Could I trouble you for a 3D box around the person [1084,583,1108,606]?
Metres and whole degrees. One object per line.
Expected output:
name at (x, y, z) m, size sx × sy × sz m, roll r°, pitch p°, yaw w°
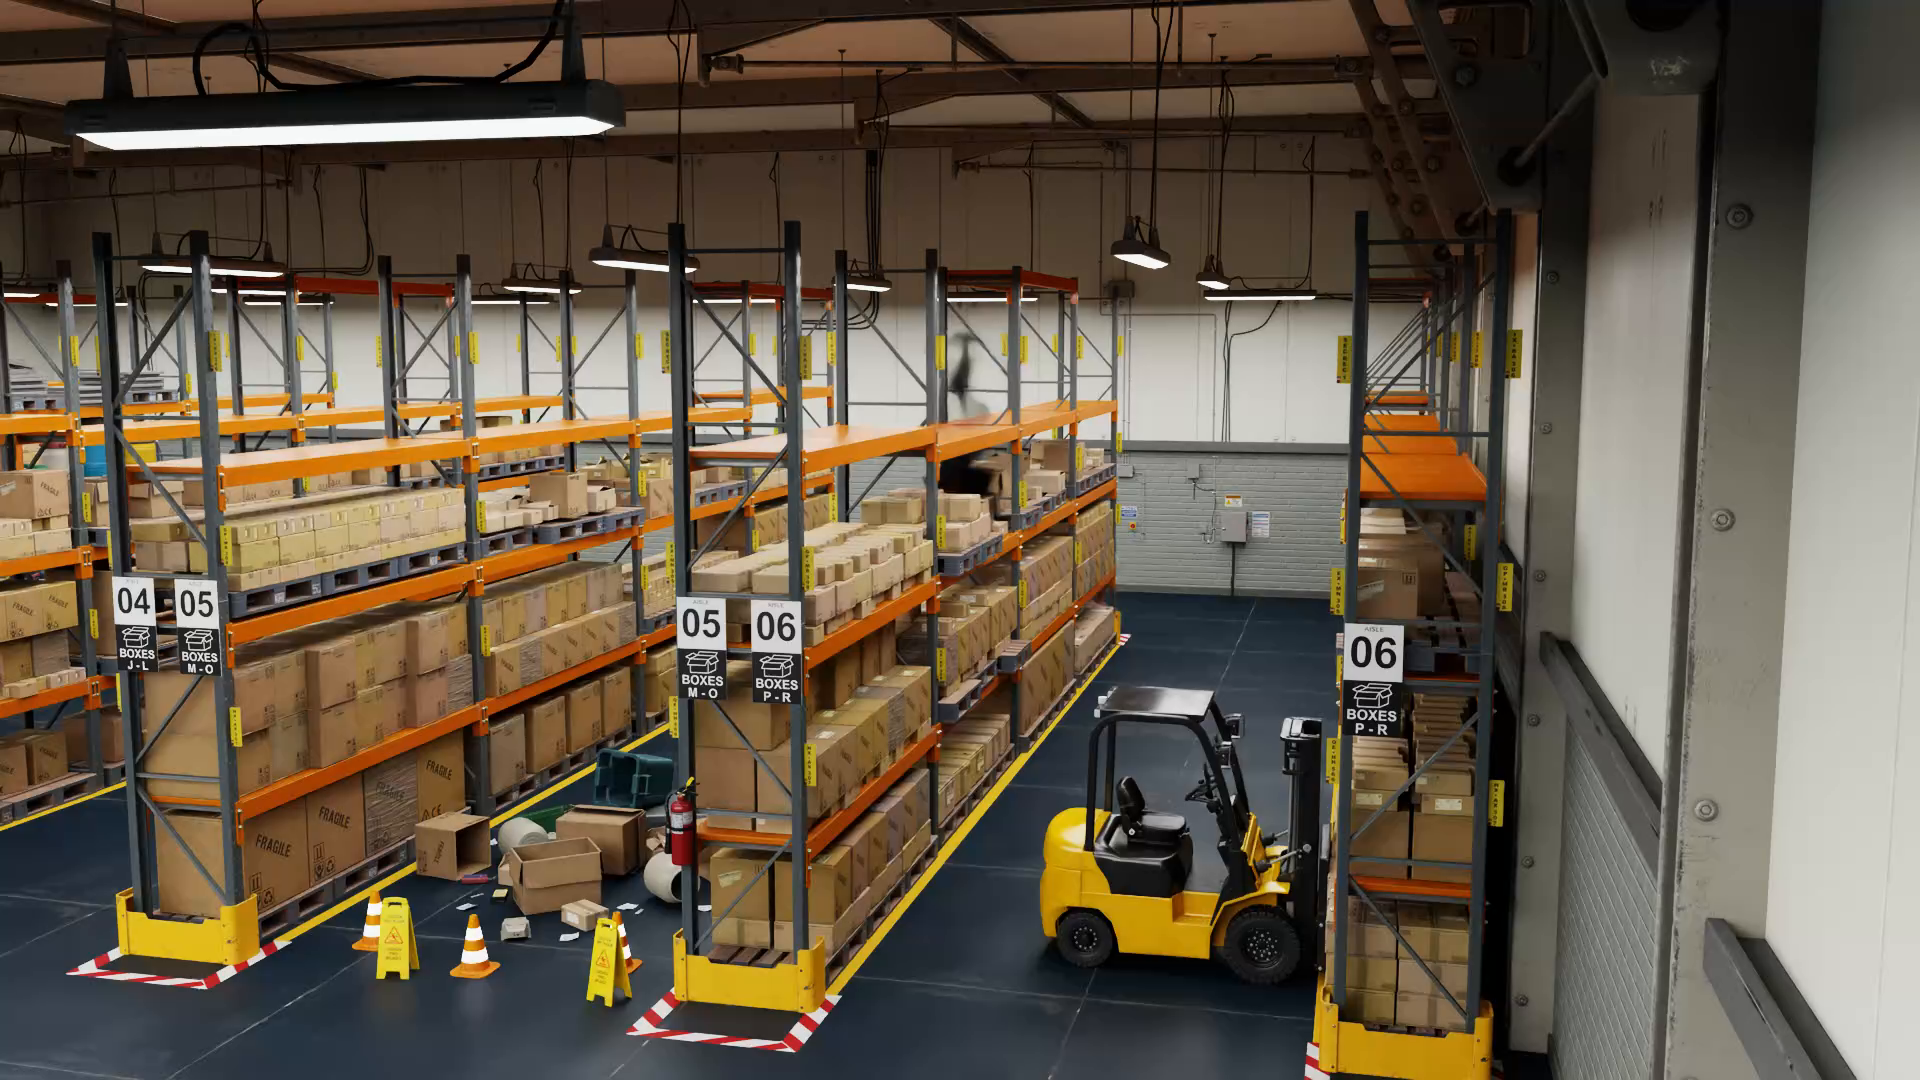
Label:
person at (2.398, 0.769, 29.440) m, size 0.574 × 1.625 × 0.592 m, roll 4°, pitch 8°, yaw 31°
